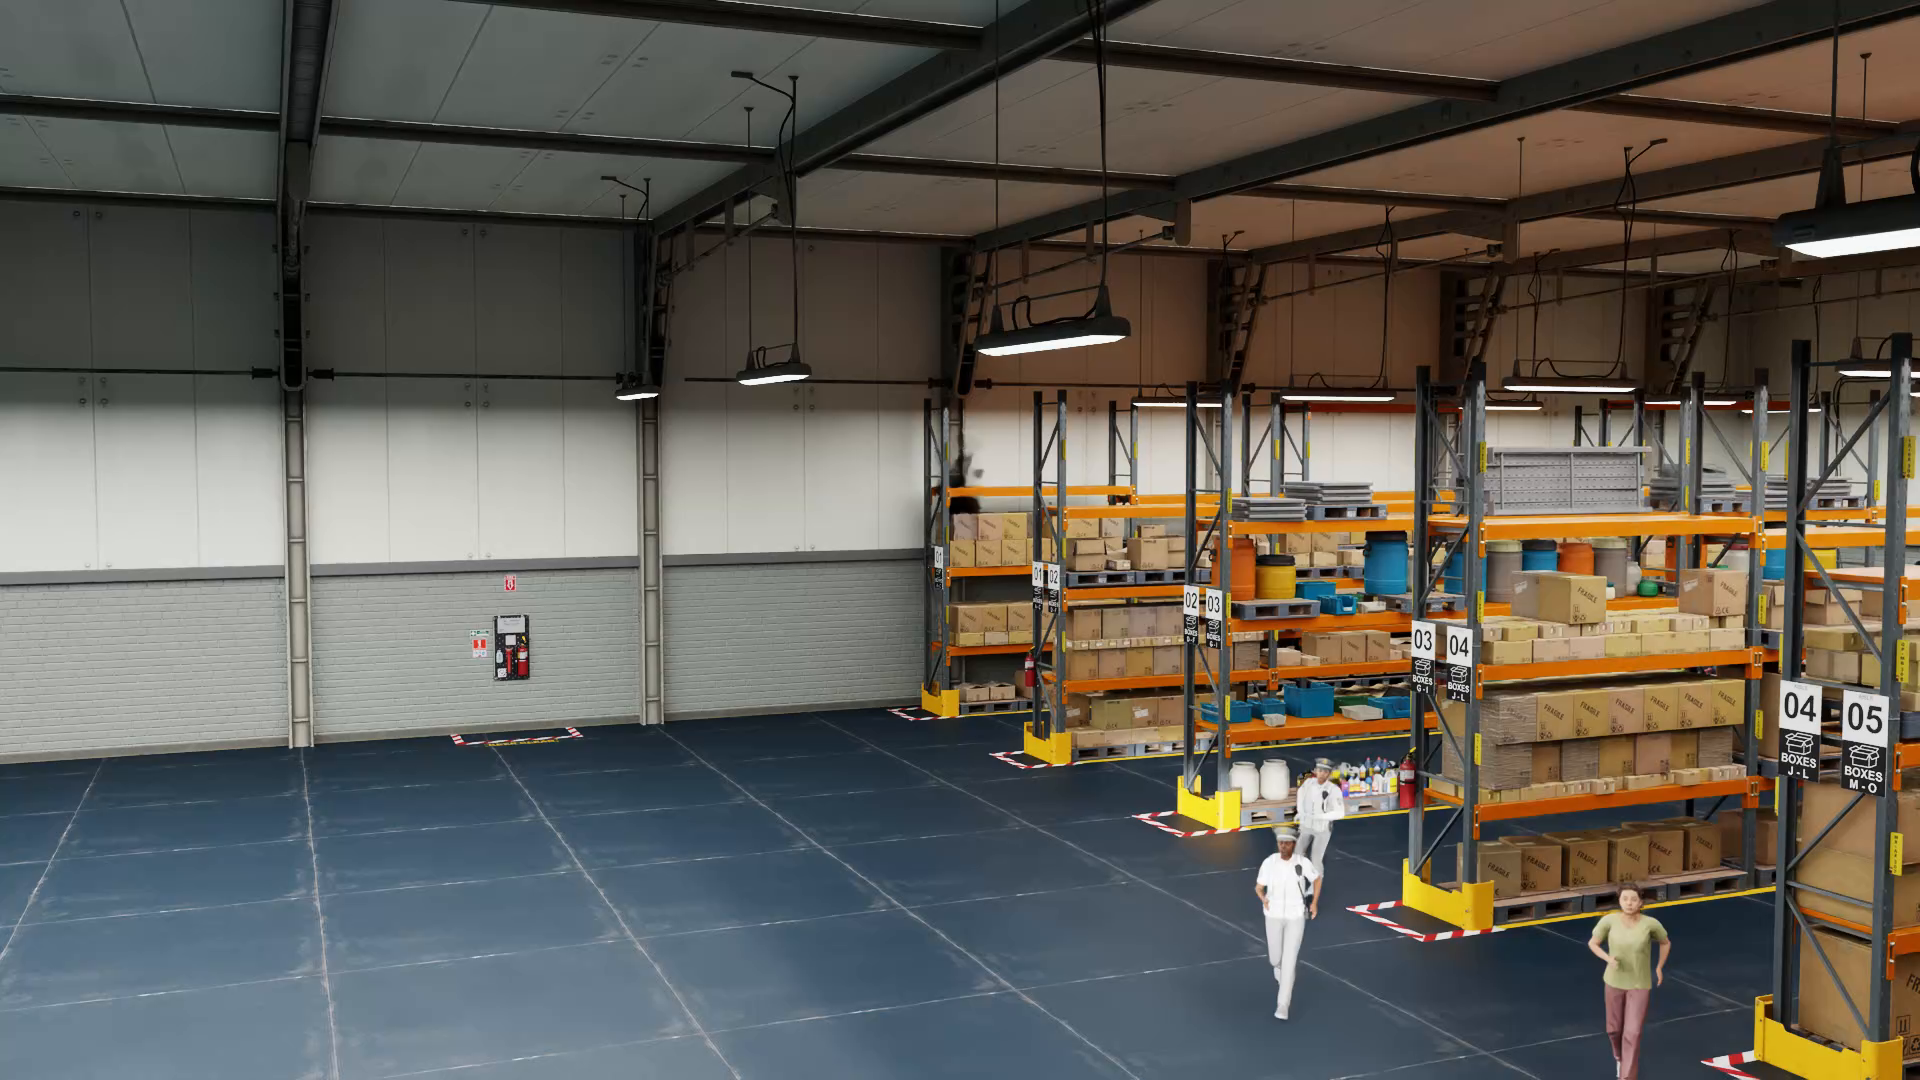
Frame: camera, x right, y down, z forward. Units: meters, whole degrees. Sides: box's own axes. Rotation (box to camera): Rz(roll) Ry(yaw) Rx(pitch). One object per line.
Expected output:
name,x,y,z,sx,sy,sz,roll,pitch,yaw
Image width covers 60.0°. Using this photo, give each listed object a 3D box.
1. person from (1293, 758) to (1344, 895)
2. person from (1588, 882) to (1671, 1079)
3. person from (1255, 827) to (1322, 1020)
person,4.004,3.255,18.551,0.620,1.719,0.739,2,4,30
person,5.272,3.527,13.148,0.593,1.656,0.874,2,4,29
person,2.968,3.431,15.168,0.565,1.659,0.945,1,4,17
